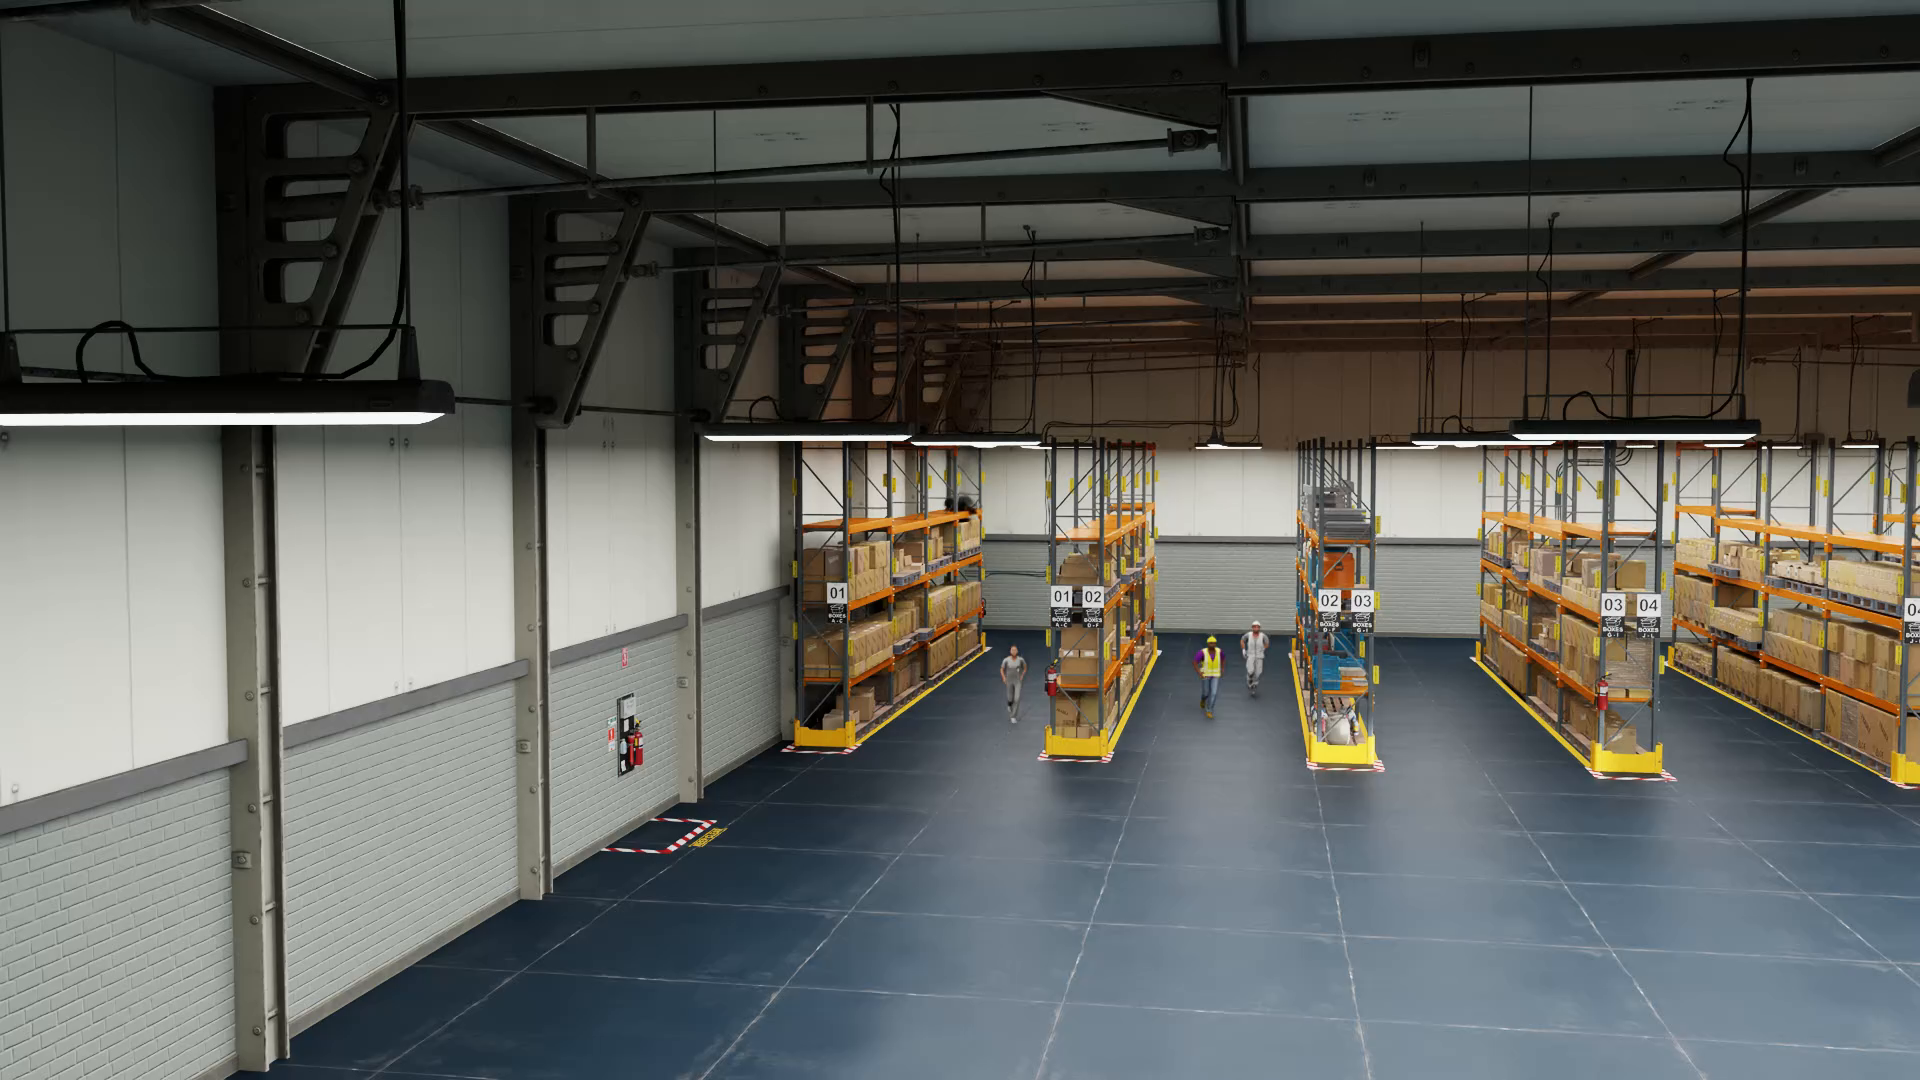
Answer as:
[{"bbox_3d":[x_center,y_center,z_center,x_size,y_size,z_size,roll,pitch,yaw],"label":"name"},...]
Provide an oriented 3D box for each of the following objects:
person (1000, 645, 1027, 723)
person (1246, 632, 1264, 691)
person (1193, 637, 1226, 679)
[{"bbox_3d":[1.148,3.048,35.463,0.573,1.640,0.624,0,3,-2],"label":"person"},{"bbox_3d":[6.919,2.867,38.998,0.437,1.421,0.658,0,3,6],"label":"person"},{"bbox_3d":[5.434,2.546,36.023,0.726,0.911,0.392,0,3,-6],"label":"person"}]
